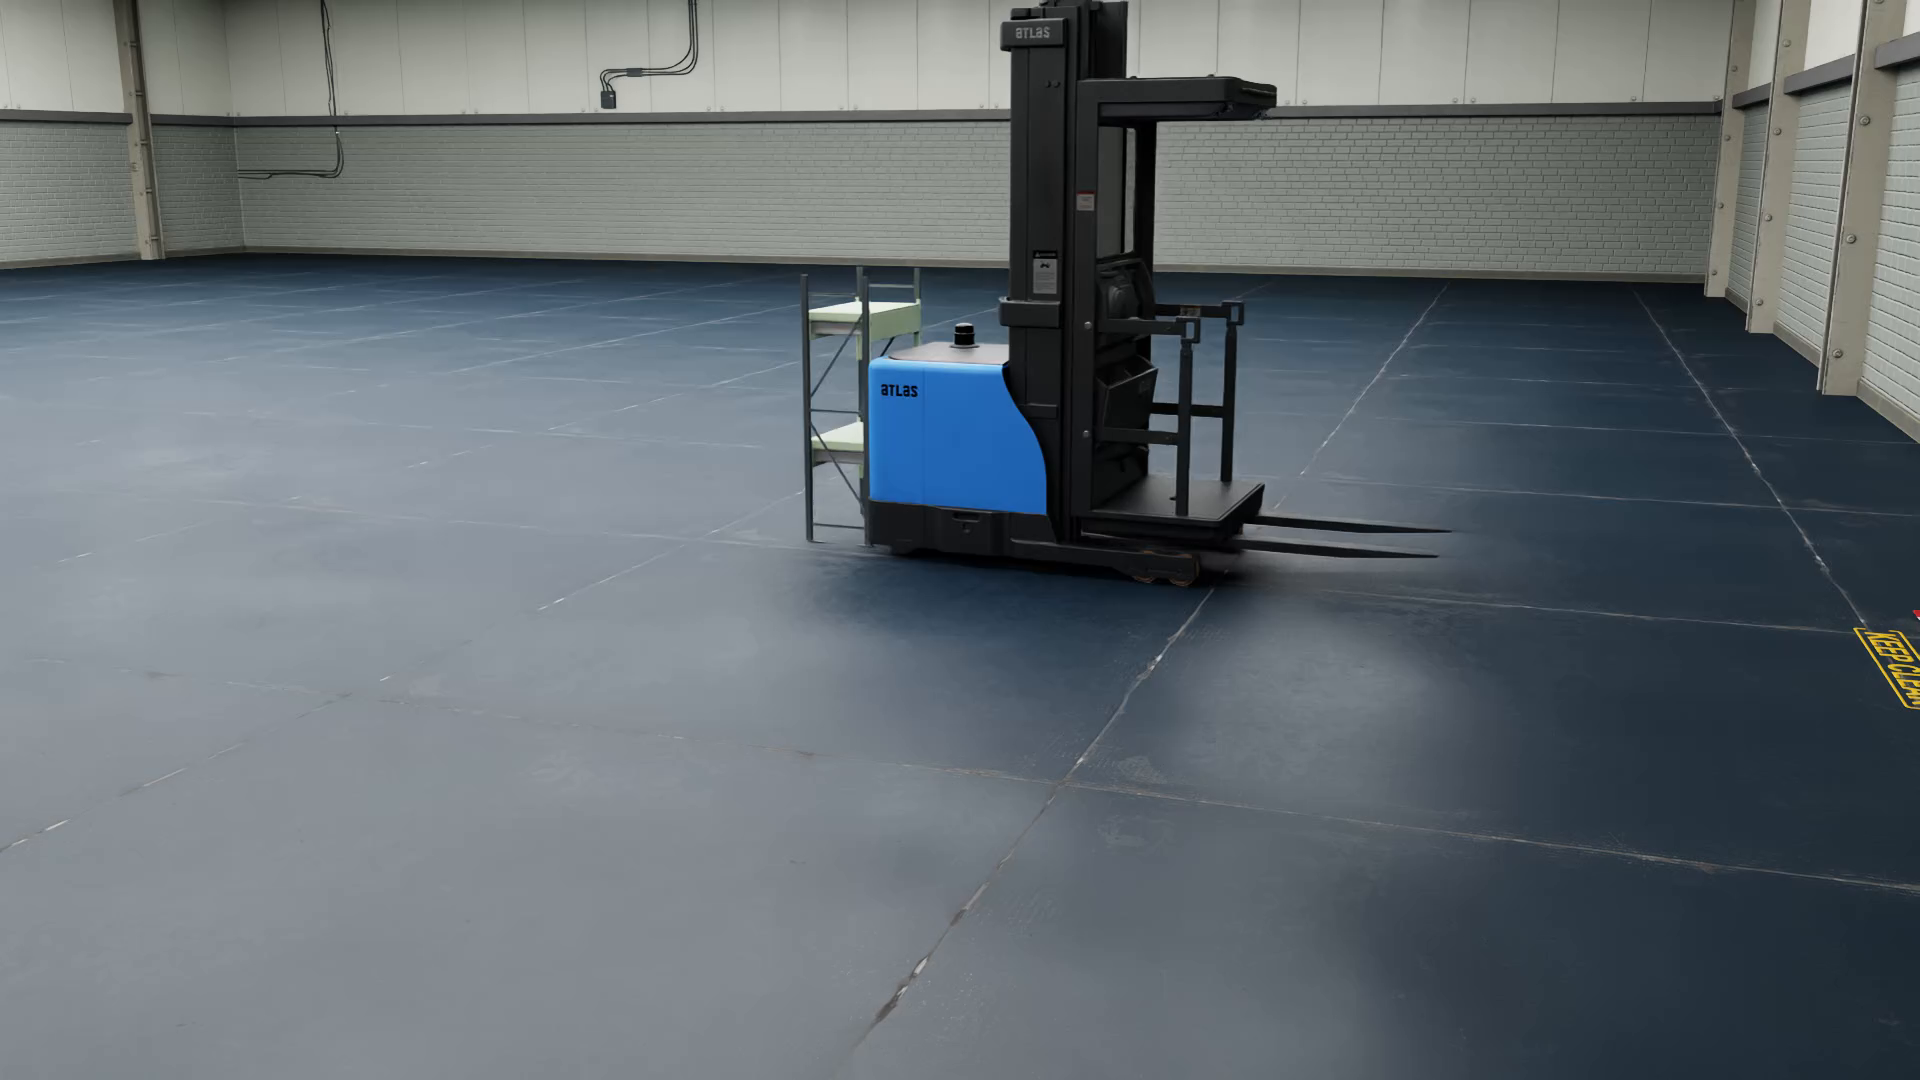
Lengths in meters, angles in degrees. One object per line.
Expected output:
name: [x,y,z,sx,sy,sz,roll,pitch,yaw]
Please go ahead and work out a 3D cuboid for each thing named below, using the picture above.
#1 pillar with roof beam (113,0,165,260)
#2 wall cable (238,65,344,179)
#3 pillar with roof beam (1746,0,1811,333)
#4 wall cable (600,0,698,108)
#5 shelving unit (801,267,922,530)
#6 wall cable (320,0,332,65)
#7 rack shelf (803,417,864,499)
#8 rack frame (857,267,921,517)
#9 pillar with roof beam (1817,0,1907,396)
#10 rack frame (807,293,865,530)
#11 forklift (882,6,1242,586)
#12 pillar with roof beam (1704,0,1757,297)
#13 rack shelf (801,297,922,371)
pillar with roof beam: [-13.653,-10.249,34.167,9.100,9.000,0.400,4,14,18]
wall cable: [-15.522,-9.570,38.171,3.097,2.526,0.112,4,14,18]
pillar with roof beam: [6.064,-7.337,21.412,9.100,9.000,0.400,4,14,18]
wall cable: [-6.545,-12.055,34.438,2.305,6.003,0.169,4,14,18]
shelving unit: [-0.550,-0.784,9.554,0.431,1.500,0.748,5,14,21]
wall cable: [-12.963,-11.837,36.756,3.097,2.526,0.112,4,14,18]
rack shelf: [-0.551,-0.466,9.624,0.431,0.370,0.720,5,14,21]
rack frame: [-0.418,-0.860,9.883,0.400,1.500,0.023,5,14,21]
pillar with roof beam: [4.123,-6.074,15.877,9.100,9.000,0.400,4,14,18]
rack frame: [-0.685,-0.708,9.219,0.380,1.308,0.010,5,14,21]
forklift: [-10.483,-1.007,7.458,21.305,2.867,12.119,5,14,21]
pillar with roof beam: [8.005,-8.601,26.946,9.100,9.000,0.400,4,14,18]
rack shelf: [-0.551,-1.164,9.464,0.431,0.370,0.720,5,14,21]
